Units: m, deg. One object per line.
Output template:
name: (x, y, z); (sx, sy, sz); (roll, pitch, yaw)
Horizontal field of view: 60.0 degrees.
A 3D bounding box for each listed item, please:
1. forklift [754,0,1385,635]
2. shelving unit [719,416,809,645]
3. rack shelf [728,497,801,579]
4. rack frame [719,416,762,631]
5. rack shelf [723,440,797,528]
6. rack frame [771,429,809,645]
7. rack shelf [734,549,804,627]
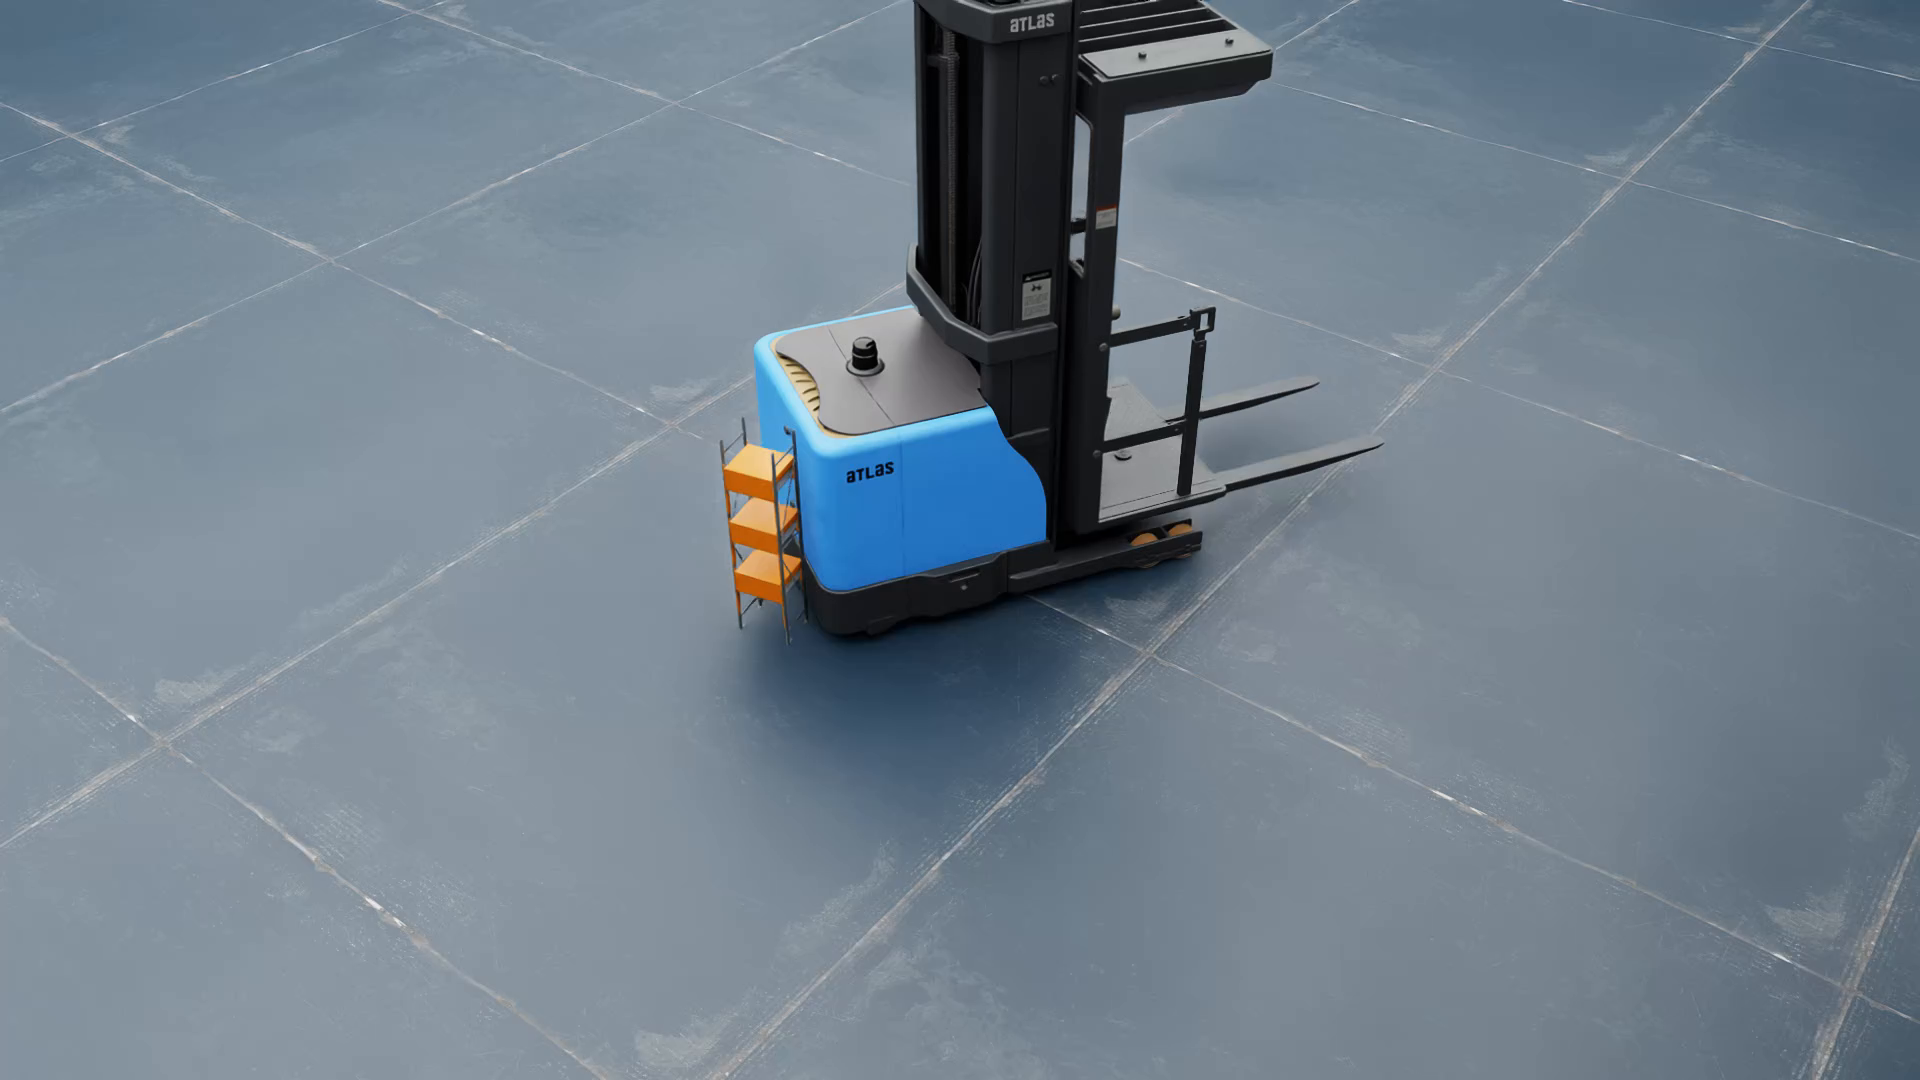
forklift: (0.617, -1.307, 7.402); (3.031, 2.935, 1.130); (-14, 40, -17)
shelving unit: (-0.851, -0.027, 7.293); (0.252, 1.050, 0.215); (15, 40, 19)
rack shelf: (-0.851, -0.018, 7.299); (0.240, 0.259, 0.215); (15, 40, 19)
rack frame: (-0.962, -0.057, 7.331); (0.008, 1.050, 0.200); (15, 40, 19)
rack shelf: (-0.850, -0.242, 7.125); (0.240, 0.259, 0.215); (15, 40, 19)
rack frame: (-0.739, 0.004, 7.254); (0.008, 1.050, 0.200); (15, 40, 19)
rack shelf: (-0.851, 0.201, 7.470); (0.240, 0.259, 0.215); (15, 40, 19)
